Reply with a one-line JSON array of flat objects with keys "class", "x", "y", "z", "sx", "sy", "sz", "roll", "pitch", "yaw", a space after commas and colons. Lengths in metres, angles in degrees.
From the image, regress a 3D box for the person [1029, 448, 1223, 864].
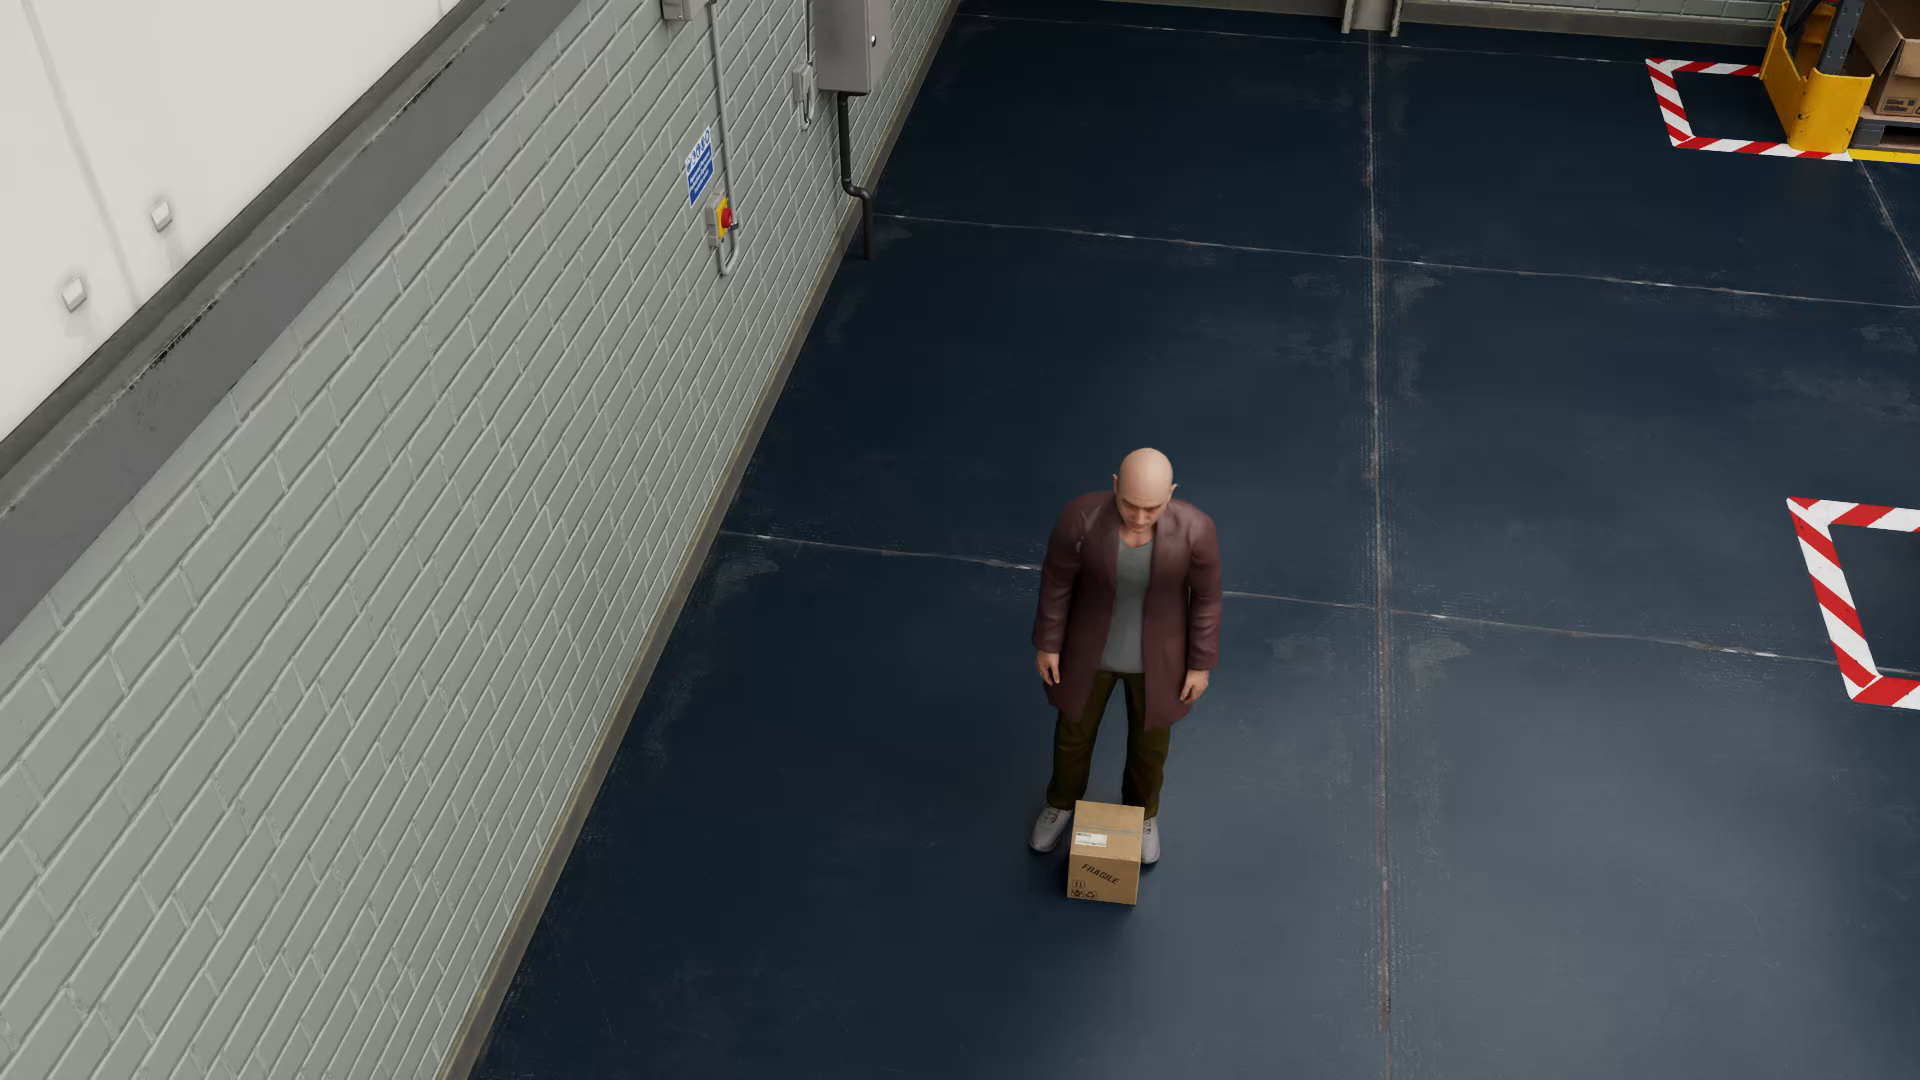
[{"class": "person", "x": 0.563, "y": 0.388, "z": 5.706, "sx": 0.642, "sy": 1.774, "sz": 0.422, "roll": 7, "pitch": 40, "yaw": 8}]
